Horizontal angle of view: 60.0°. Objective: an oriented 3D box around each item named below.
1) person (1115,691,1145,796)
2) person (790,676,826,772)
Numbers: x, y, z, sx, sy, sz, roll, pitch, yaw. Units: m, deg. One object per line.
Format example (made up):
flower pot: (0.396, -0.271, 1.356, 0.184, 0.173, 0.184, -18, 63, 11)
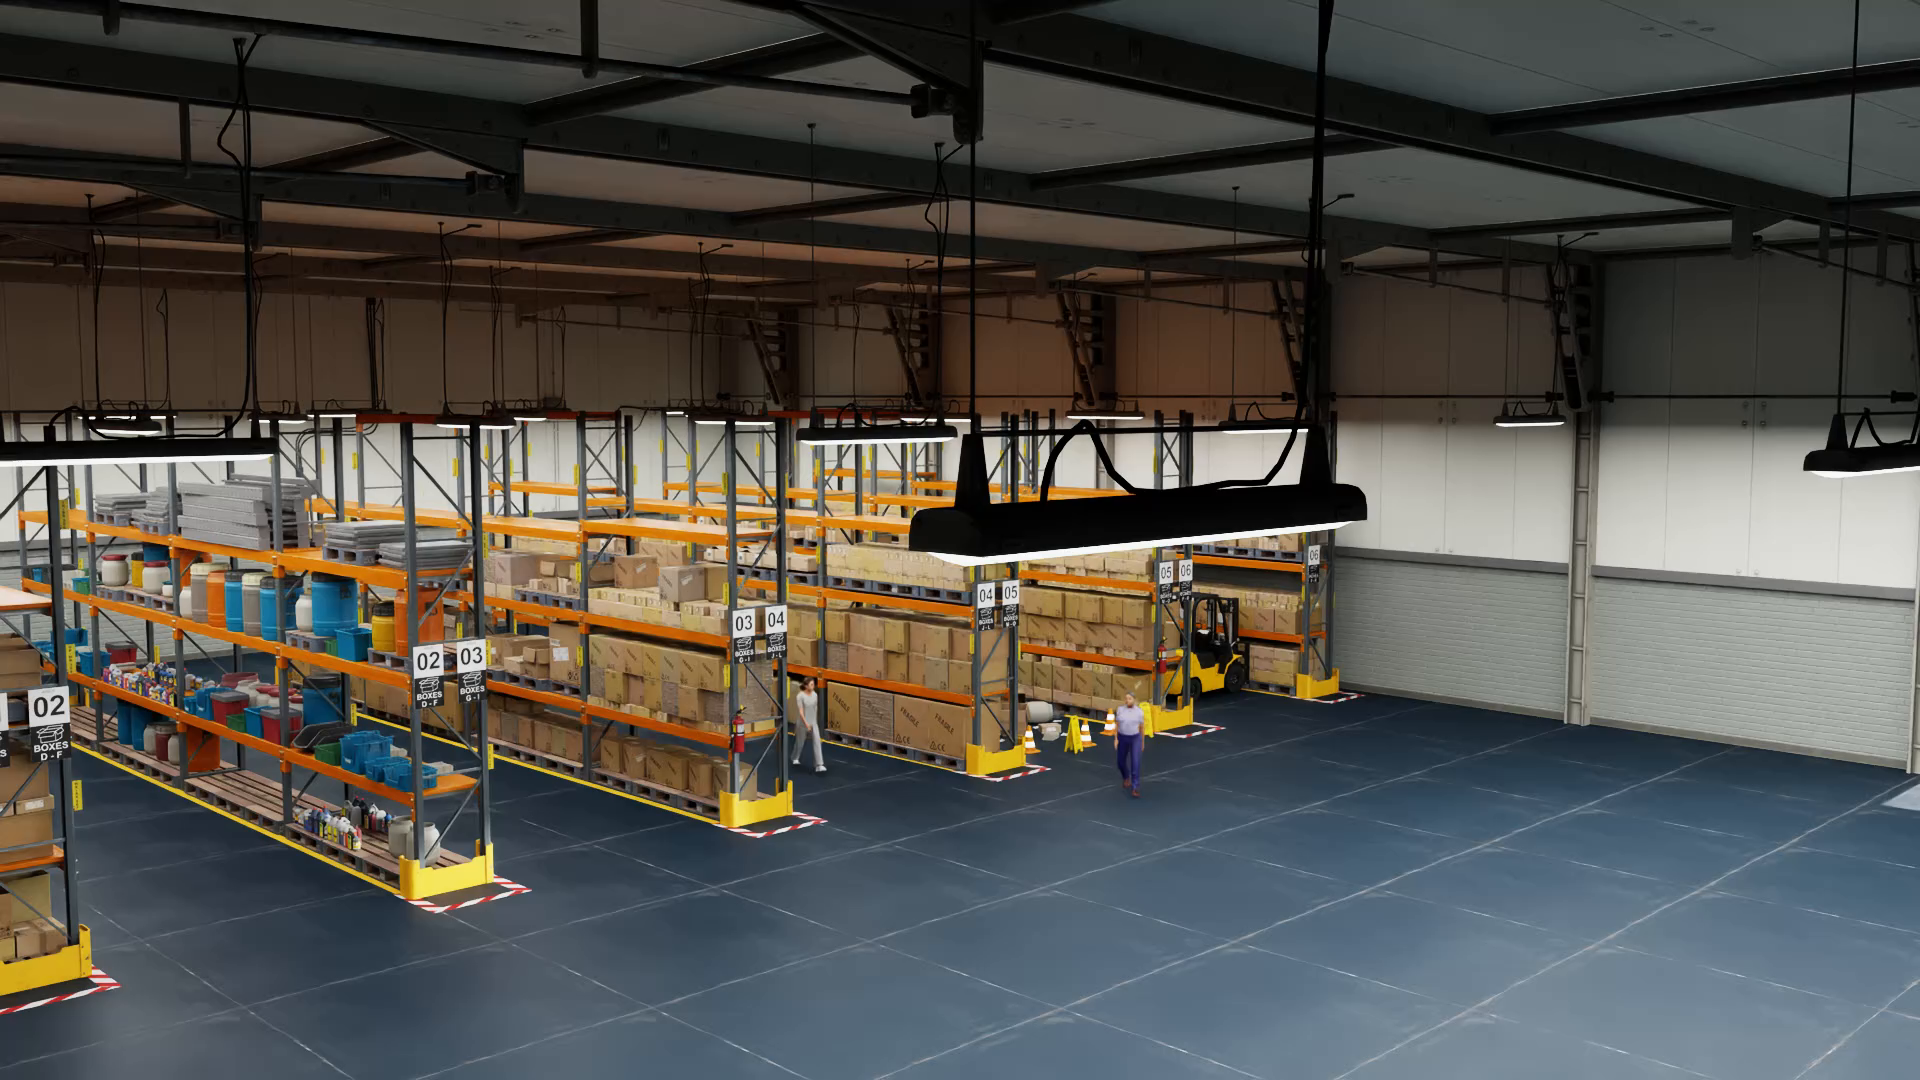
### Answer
person: (2.719, 3.207, 26.549, 0.471, 1.631, 0.756, 2, 5, 19)
person: (-2.548, 3.087, 28.073, 0.435, 1.586, 1.123, -3, 6, -31)
